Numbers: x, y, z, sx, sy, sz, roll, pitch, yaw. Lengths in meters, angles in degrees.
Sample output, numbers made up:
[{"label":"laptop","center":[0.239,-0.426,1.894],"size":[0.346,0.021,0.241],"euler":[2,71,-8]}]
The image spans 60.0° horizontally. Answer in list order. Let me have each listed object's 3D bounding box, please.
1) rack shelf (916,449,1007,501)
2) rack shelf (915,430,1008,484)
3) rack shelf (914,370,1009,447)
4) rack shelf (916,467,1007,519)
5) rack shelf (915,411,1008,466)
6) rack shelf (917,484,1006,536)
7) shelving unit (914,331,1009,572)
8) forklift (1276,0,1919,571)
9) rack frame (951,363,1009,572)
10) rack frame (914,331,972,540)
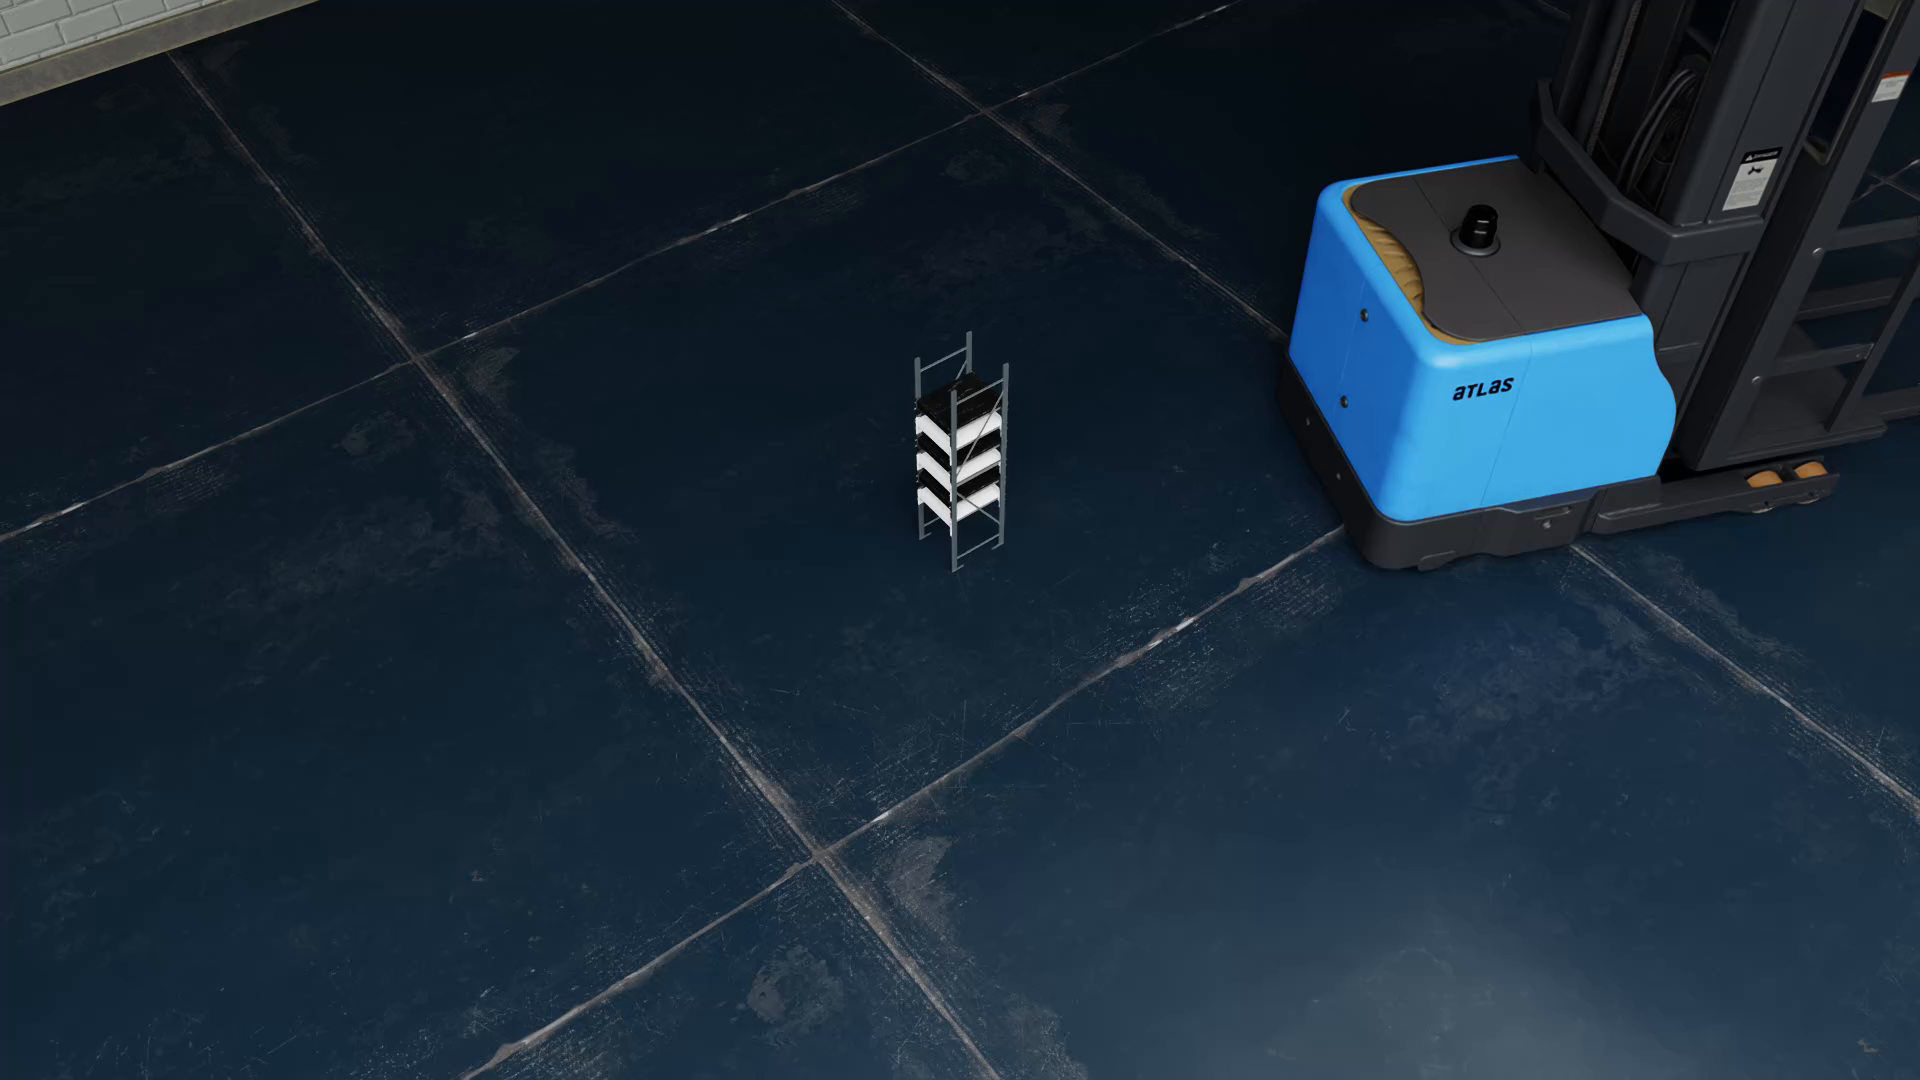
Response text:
[{"label":"rack shelf","center":[0.005,-0.275,5.937],"size":[0.258,0.077,0.200],"euler":[-29,54,-24]},{"label":"rack shelf","center":[0.005,-0.336,5.870],"size":[0.258,0.077,0.200],"euler":[-29,54,-24]},{"label":"rack shelf","center":[0.005,-0.456,5.737],"size":[0.258,0.077,0.200],"euler":[-29,54,-24]},{"label":"rack shelf","center":[0.005,-0.215,6.004],"size":[0.258,0.077,0.200],"euler":[-29,54,-24]},{"label":"rack shelf","center":[0.005,-0.396,5.804],"size":[0.258,0.077,0.200],"euler":[-29,54,-24]},{"label":"rack shelf","center":[0.005,-0.154,6.070],"size":[0.258,0.077,0.200],"euler":[-29,54,-24]},{"label":"shelving unit","center":[0.005,-0.297,5.912],"size":[0.258,0.900,0.210],"euler":[-29,54,-24]},{"label":"forklift","center":[2.843,-1.459,5.594],"size":[3.031,2.935,1.130],"euler":[-10,49,-9]},{"label":"rack frame","center":[0.066,-0.237,5.858],"size":[0.240,0.900,0.006],"euler":[-29,54,-24]},{"label":"rack frame","center":[-0.057,-0.357,5.967],"size":[0.240,0.900,0.006],"euler":[-29,54,-24]}]
